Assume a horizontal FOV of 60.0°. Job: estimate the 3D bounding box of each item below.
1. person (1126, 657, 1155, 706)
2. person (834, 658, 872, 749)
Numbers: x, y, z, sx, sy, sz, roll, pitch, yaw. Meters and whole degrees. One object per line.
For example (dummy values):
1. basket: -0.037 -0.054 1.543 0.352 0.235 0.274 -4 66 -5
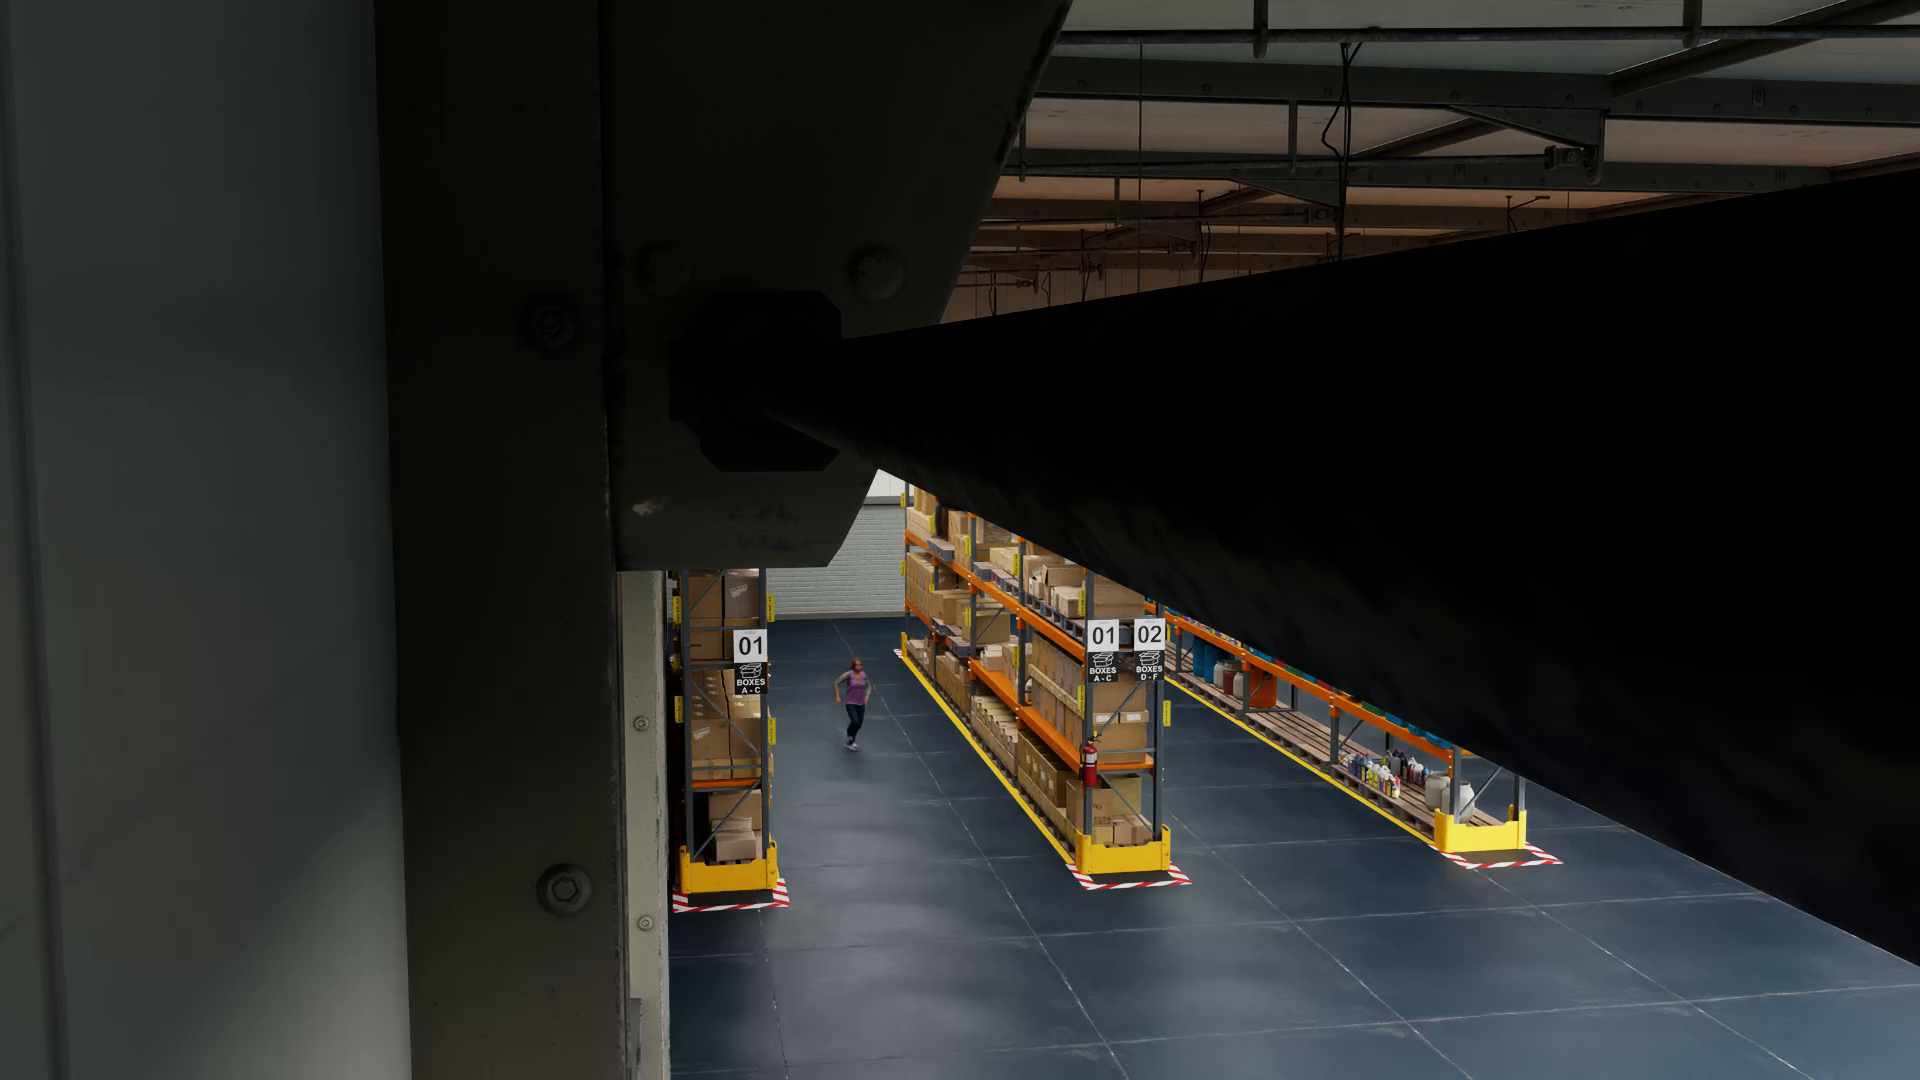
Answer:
1. person: 2.999 2.511 28.682 0.729 1.722 0.784 -5 8 -40
2. person: -1.750 2.711 27.452 0.610 1.556 0.560 -3 7 -26
